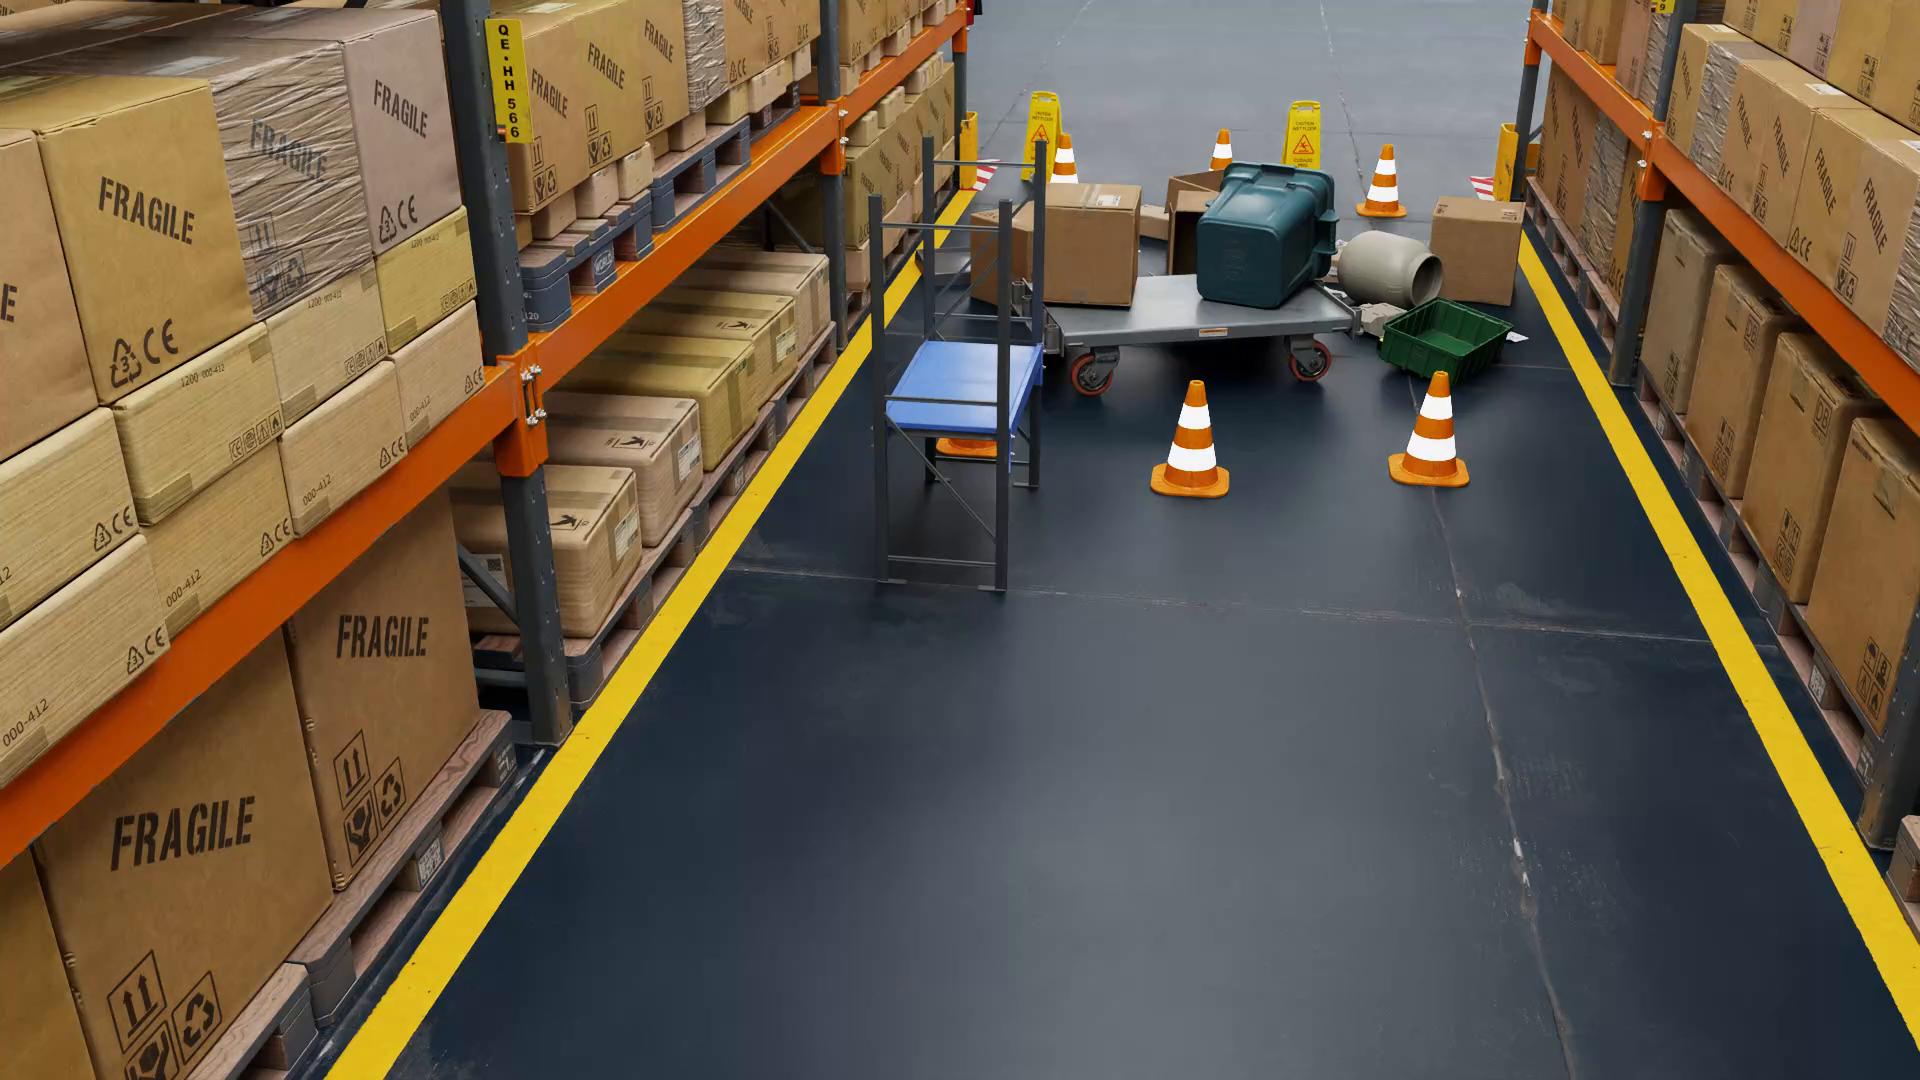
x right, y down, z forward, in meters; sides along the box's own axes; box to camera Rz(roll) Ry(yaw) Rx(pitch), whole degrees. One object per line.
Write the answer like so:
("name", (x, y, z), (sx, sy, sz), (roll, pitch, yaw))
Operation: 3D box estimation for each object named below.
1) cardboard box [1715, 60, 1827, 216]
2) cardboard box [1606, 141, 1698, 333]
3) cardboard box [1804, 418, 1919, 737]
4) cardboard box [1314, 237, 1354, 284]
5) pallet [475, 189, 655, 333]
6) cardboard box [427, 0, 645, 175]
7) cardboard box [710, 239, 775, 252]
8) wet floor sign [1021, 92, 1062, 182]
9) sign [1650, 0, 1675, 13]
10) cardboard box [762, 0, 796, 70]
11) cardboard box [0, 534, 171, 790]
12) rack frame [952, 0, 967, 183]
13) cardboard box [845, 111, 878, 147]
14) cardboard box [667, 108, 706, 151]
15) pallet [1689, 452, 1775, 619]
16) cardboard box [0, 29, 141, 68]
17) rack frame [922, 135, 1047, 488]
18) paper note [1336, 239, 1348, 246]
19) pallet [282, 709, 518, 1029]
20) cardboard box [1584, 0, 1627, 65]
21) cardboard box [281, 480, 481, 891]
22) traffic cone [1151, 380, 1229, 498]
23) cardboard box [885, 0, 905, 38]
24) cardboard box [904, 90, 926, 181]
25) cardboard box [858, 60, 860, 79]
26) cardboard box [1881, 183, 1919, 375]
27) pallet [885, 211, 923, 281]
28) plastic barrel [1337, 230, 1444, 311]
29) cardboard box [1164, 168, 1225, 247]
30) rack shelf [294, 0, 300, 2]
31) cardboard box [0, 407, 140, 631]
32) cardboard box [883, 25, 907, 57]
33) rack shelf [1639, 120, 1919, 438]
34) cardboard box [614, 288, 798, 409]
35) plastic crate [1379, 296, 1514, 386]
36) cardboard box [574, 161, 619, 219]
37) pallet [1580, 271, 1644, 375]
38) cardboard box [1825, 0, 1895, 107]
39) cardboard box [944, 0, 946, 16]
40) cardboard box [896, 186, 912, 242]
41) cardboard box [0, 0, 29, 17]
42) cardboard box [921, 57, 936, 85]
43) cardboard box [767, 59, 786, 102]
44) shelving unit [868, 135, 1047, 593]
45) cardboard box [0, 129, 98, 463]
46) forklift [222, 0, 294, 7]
("cardboard box", (3.274, -1.544, 6.391), (0.500, 0.500, 0.500), (4, 25, 8))
("cardboard box", (3.963, -1.606, 8.653), (0.875, 0.875, 0.875), (4, 25, 9))
("cardboard box", (3.326, 0.134, 5.085), (1.050, 0.750, 0.750), (4, 25, 8))
("cardboard box", (2.255, -1.728, 10.128), (0.396, 0.266, 0.258), (8, 26, 18))
("pallet", (-1.751, -0.966, 5.502), (1.213, 0.211, 1.003), (4, 25, 9))
("cardboard box", (-1.382, -1.508, 5.470), (0.500, 0.500, 0.500), (5, 26, 11))
("cardboard box", (-1.277, -1.631, 9.445), (0.500, 0.250, 0.500), (5, 26, 11))
("wet floor sign", (0.632, -3.032, 12.467), (0.267, 0.644, 0.232), (13, 28, 26))
("sign", (3.244, -2.585, 7.621), (0.100, 0.325, 0.005), (4, 25, 9))
("cardboard box", (-1.037, -2.374, 7.319), (0.500, 0.500, 0.500), (4, 25, 9))
("cardboard box", (-1.810, 0.189, 2.984), (0.500, 0.250, 0.500), (4, 25, 8))
("rack frame", (-0.455, -4.093, 11.957), (1.000, 3.000, 0.127), (4, 25, 9))
("cardboard box", (-0.666, -2.275, 9.170), (0.380, 0.149, 0.250), (4, 25, 9))
("cardboard box", (-1.214, -1.619, 6.473), (0.380, 0.149, 0.250), (5, 26, 10))
("pallet", (3.543, -0.017, 6.538), (1.003, 0.211, 1.213), (4, 25, 9))
("cardboard box", (-2.156, -0.848, 3.726), (0.500, 0.500, 0.500), (4, 25, 9))
("rack frame", (0.097, -0.928, 6.962), (0.500, 1.500, 0.032), (4, 25, 9))
("paper note", (2.521, -1.926, 10.832), (0.144, 0.017, 0.142), (13, 28, 26))
("pallet", (-1.965, 0.840, 4.706), (1.003, 0.211, 1.213), (4, 25, 9))
("cardboard box", (4.100, -3.021, 9.488), (0.875, 0.550, 0.500), (4, 25, 9))
("cardboard box", (-1.957, 0.308, 4.565), (0.875, 0.875, 0.875), (4, 25, 8))
("traffic cone", (1.009, -0.465, 7.198), (0.336, 0.463, 0.334), (4, 25, 9))
("cardboard box", (-0.608, -3.186, 9.549), (0.500, 0.500, 0.500), (4, 25, 8))
("cardboard box", (-0.500, -2.596, 10.620), (0.500, 0.500, 0.500), (3, 25, 7))
("cardboard box", (-0.750, -2.525, 8.903), (0.380, 0.149, 0.250), (5, 26, 10))
("cardboard box", (2.946, -0.699, 4.587), (0.500, 0.500, 0.500), (4, 25, 9))
("pallet", (-0.837, -1.953, 10.672), (1.003, 0.211, 1.213), (4, 25, 9))
("plastic barrel", (2.464, -1.534, 9.527), (0.421, 0.421, 0.512), (-20, 32, -36))
("cardboard box", (1.756, -2.053, 10.542), (0.797, 0.503, 0.637), (-14, 29, -27))
("rack shelf", (-5.679, -3.273, 11.054), (1.077, 0.370, 4.000), (4, 25, 9))
("cardboard box", (-1.819, -0.038, 2.881), (0.500, 0.250, 0.500), (3, 25, 7))
("cardboard box", (-0.522, -2.951, 9.811), (0.380, 0.149, 0.250), (4, 25, 9))
("rack shelf", (3.465, -0.957, 6.106), (1.077, 0.370, 4.000), (4, 25, 9))
("cardboard box", (-1.306, -0.900, 7.739), (0.950, 0.372, 0.625), (6, 26, 12))
("plastic crate", (2.527, -1.036, 8.673), (0.450, 0.188, 0.662), (29, 36, 30))
("cardboard box", (-1.356, -1.174, 5.521), (0.380, 0.149, 0.250), (2, 25, 5))
("pallet", (3.993, -1.169, 8.999), (1.003, 0.211, 1.213), (4, 25, 9))
("cardboard box", (3.467, -1.772, 5.700), (0.700, 0.500, 0.500), (4, 25, 8))
("cardboard box", (-0.300, -3.589, 11.175), (0.380, 0.149, 0.250), (4, 25, 8))
("cardboard box", (-0.585, -2.039, 10.317), (0.500, 0.250, 0.500), (4, 25, 8))
("cardboard box", (-5.676, -2.976, 9.451), (0.500, 0.500, 0.500), (3, 25, 7))
("cardboard box", (-0.366, -3.055, 10.838), (0.380, 0.149, 0.250), (4, 25, 9))
("cardboard box", (-0.987, -2.043, 7.378), (0.380, 0.149, 0.250), (4, 25, 8))
("shelving unit", (0.014, -0.715, 6.508), (0.538, 1.500, 1.048), (4, 25, 9))
("cardboard box", (-1.842, -0.378, 2.721), (0.500, 0.500, 0.500), (4, 25, 8))
("forklift", (-2.706, -2.225, 8.045), (1.130, 2.935, 3.031), (4, 25, 9))
